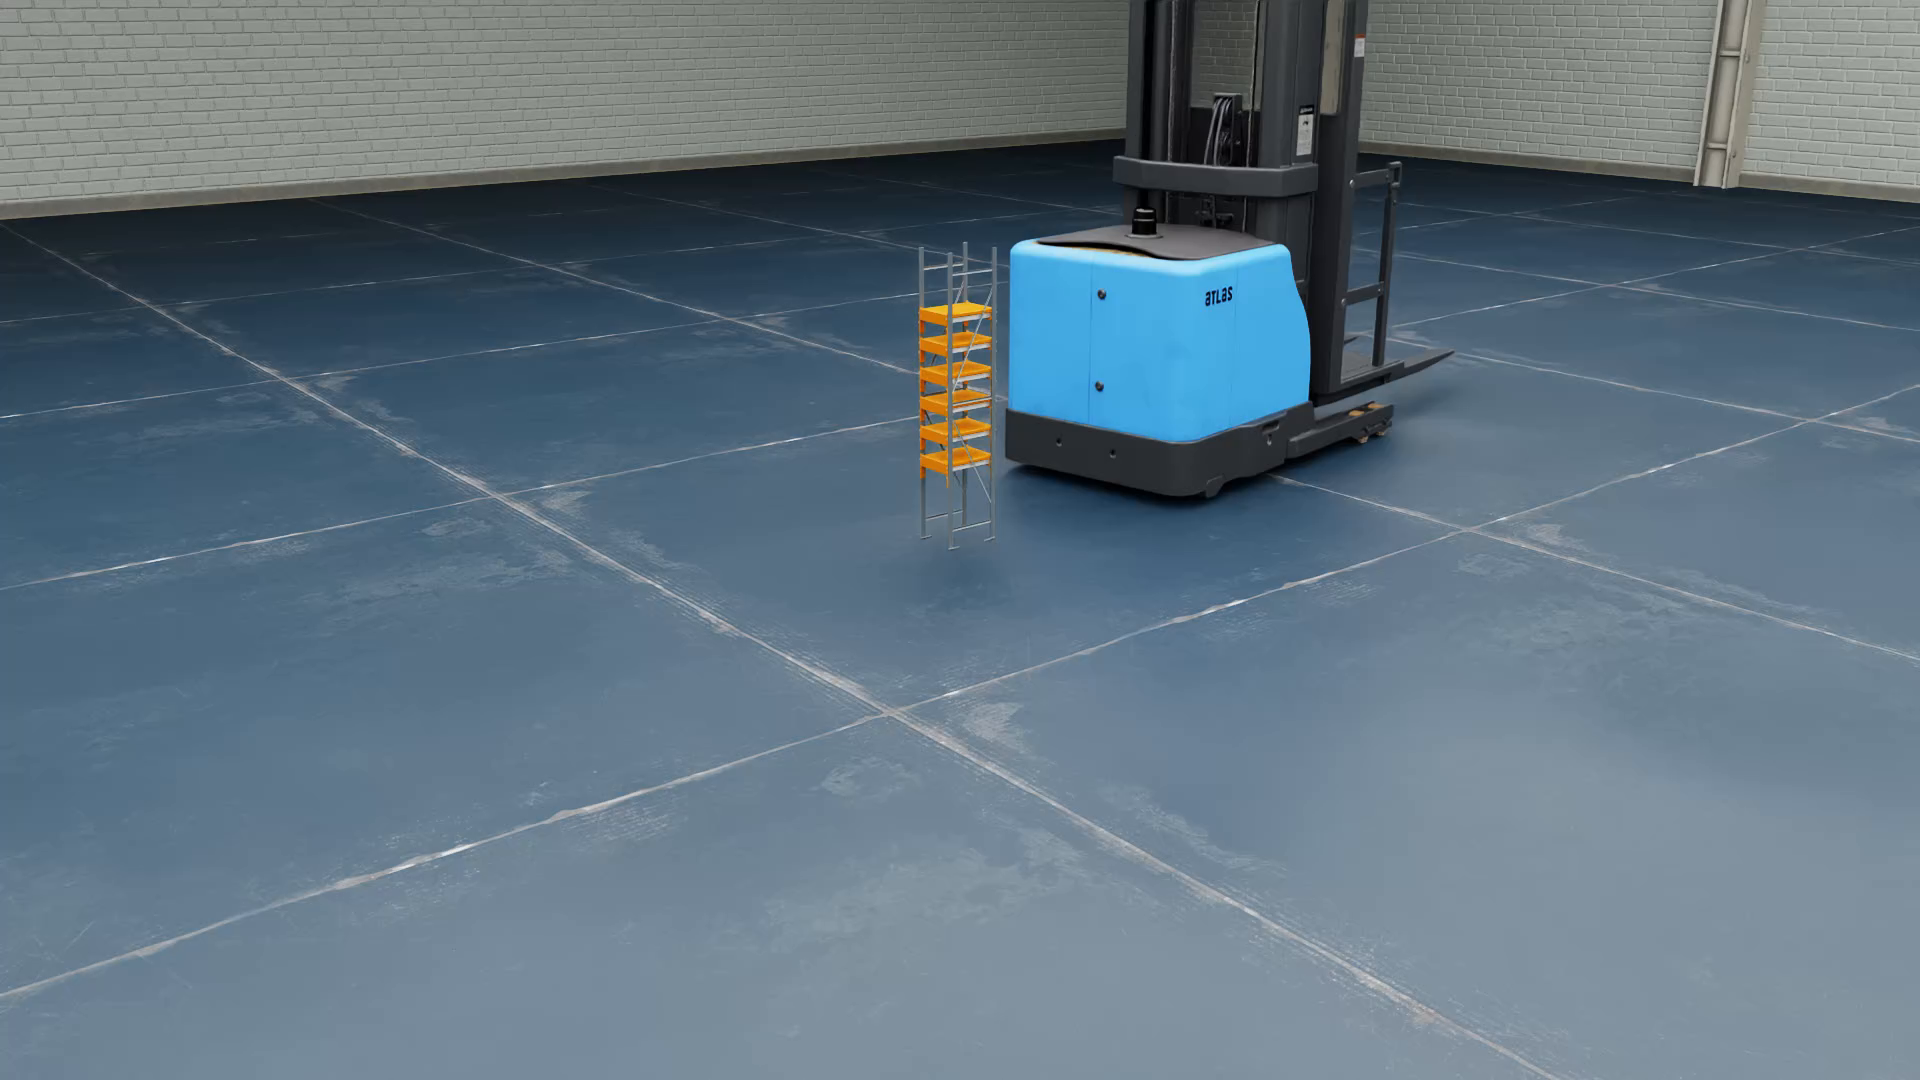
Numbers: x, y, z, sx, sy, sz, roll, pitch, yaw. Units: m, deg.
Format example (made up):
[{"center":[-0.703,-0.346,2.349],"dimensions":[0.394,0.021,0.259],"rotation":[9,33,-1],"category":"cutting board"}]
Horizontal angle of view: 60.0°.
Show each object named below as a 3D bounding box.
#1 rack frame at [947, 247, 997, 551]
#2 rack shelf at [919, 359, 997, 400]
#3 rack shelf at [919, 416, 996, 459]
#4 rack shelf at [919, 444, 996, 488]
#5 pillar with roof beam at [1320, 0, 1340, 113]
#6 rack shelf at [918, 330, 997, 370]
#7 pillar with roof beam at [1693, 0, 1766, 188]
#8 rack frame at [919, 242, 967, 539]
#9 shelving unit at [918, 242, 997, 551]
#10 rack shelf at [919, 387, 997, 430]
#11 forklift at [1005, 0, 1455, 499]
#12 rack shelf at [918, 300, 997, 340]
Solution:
[{"center":[0.048,-0.551,6.617],"dimensions":[0.240,1.200,0.006],"rotation":[-14,23,-36],"category":"rack frame"},{"center":[-0.009,-0.645,6.661],"dimensions":[0.258,0.103,0.180],"rotation":[-14,23,-36],"category":"rack shelf"},{"center":[-0.009,-0.417,6.736],"dimensions":[0.258,0.103,0.180],"rotation":[-14,23,-36],"category":"rack shelf"},{"center":[-0.009,-0.303,6.774],"dimensions":[0.258,0.103,0.180],"rotation":[-14,23,-36],"category":"rack shelf"},{"center":[1.640,-9.003,19.737],"dimensions":[9.100,9.000,0.400],"rotation":[-14,23,-36],"category":"pillar with roof beam"},{"center":[-0.009,-0.759,6.623],"dimensions":[0.258,0.103,0.180],"rotation":[-14,23,-36],"category":"rack shelf"},{"center":[5.365,-7.525,15.272],"dimensions":[9.100,9.000,0.400],"rotation":[-14,23,-36],"category":"pillar with roof beam"},{"center":[-0.066,-0.596,6.753],"dimensions":[0.240,1.200,0.006],"rotation":[-14,23,-36],"category":"rack frame"},{"center":[-0.009,-0.573,6.685],"dimensions":[0.258,1.200,0.189],"rotation":[-14,23,-36],"category":"shelving unit"},{"center":[-0.009,-0.531,6.699],"dimensions":[0.258,0.103,0.180],"rotation":[-14,23,-36],"category":"rack shelf"},{"center":[1.556,-1.965,8.133],"dimensions":[1.130,2.935,3.031],"rotation":[15,24,38],"category":"forklift"},{"center":[-0.009,-0.873,6.585],"dimensions":[0.258,0.103,0.180],"rotation":[-14,23,-36],"category":"rack shelf"}]
